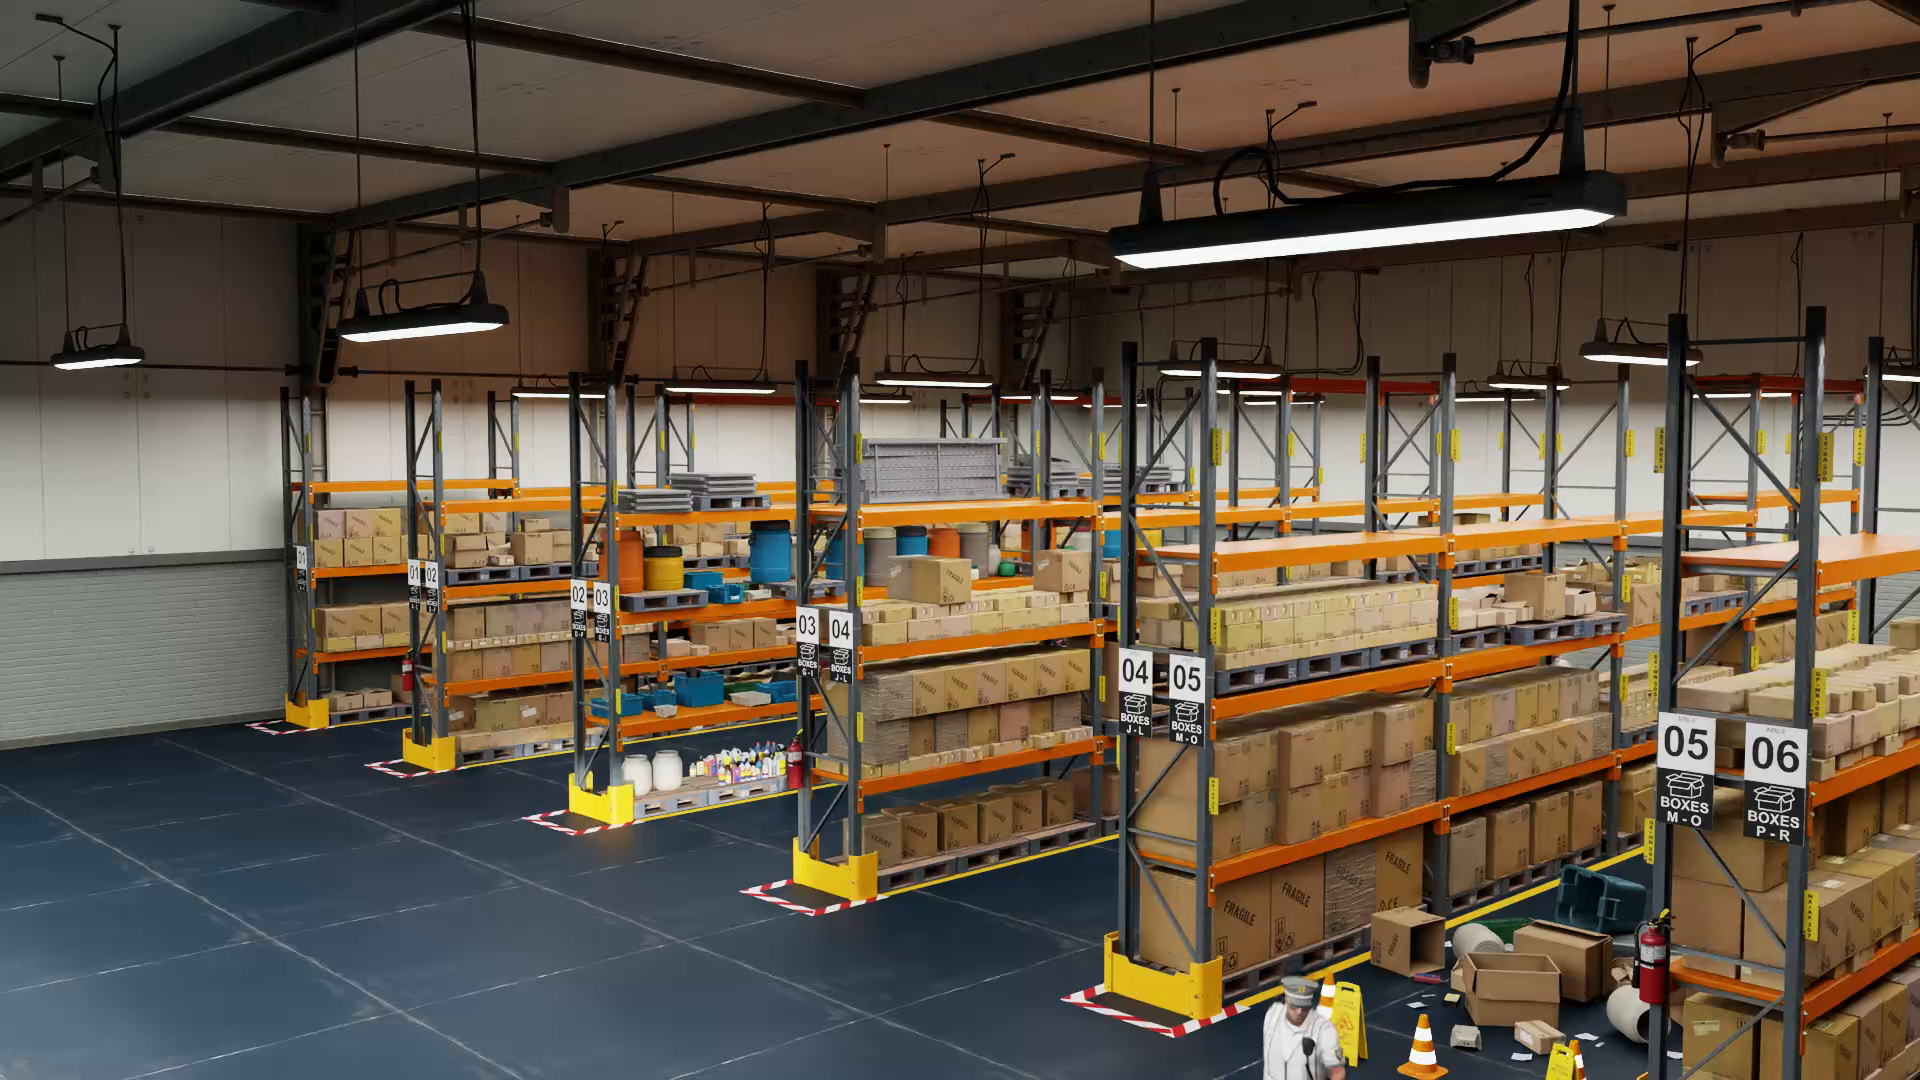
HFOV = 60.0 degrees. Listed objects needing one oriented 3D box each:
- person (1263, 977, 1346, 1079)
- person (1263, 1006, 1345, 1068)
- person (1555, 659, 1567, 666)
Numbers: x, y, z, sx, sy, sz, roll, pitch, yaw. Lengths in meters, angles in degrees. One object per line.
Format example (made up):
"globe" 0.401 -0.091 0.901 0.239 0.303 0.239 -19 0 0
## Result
"person" 2.198 3.574 10.747 0.630 1.599 0.765 2 4 27
"person" 3.345 3.083 19.051 9.495 1.718 15.018 -2 4 -24
"person" 9.705 2.683 27.229 0.451 1.522 0.664 3 5 38
